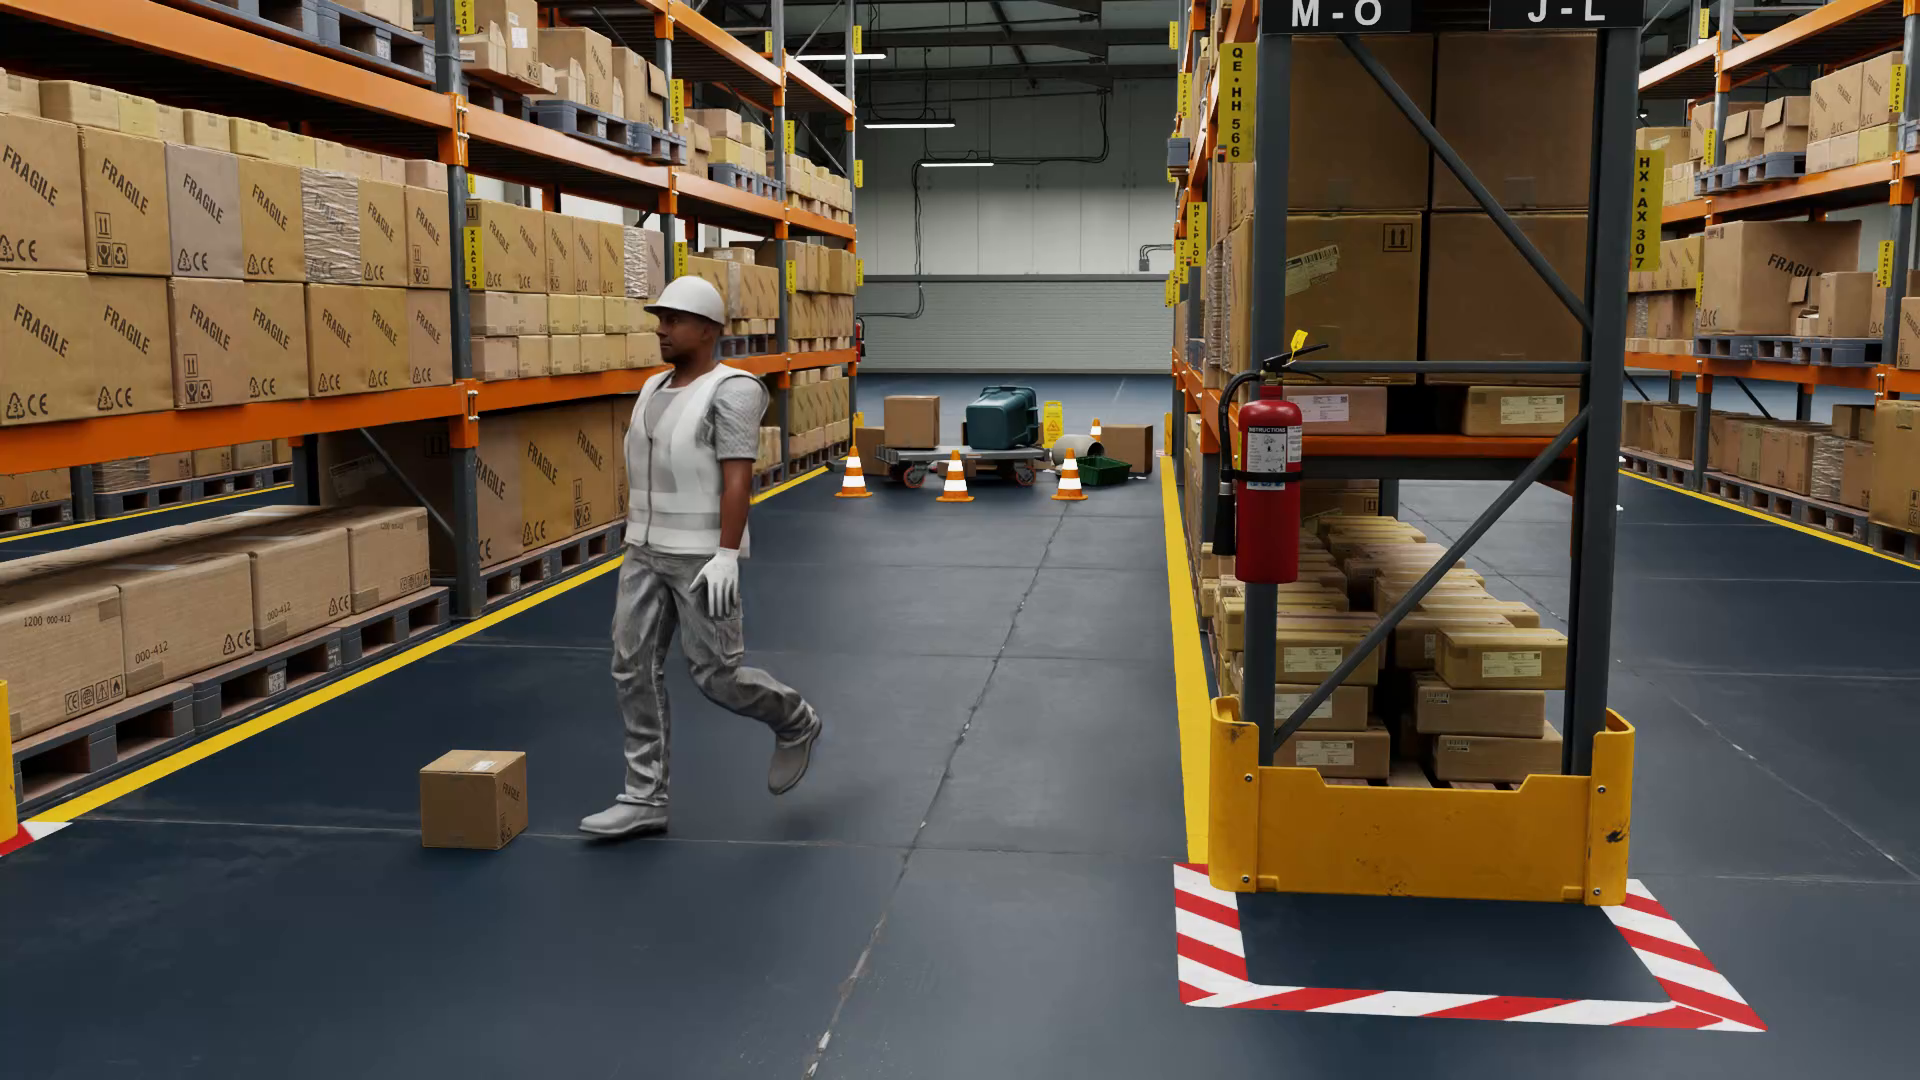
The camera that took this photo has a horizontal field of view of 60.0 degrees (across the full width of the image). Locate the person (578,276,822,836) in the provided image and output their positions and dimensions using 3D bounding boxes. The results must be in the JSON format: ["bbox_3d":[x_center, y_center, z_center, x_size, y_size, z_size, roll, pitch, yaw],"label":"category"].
[{"bbox_3d":[-0.852,0.039,5.361,0.577,1.762,0.846,6,10,39],"label":"person"}]
